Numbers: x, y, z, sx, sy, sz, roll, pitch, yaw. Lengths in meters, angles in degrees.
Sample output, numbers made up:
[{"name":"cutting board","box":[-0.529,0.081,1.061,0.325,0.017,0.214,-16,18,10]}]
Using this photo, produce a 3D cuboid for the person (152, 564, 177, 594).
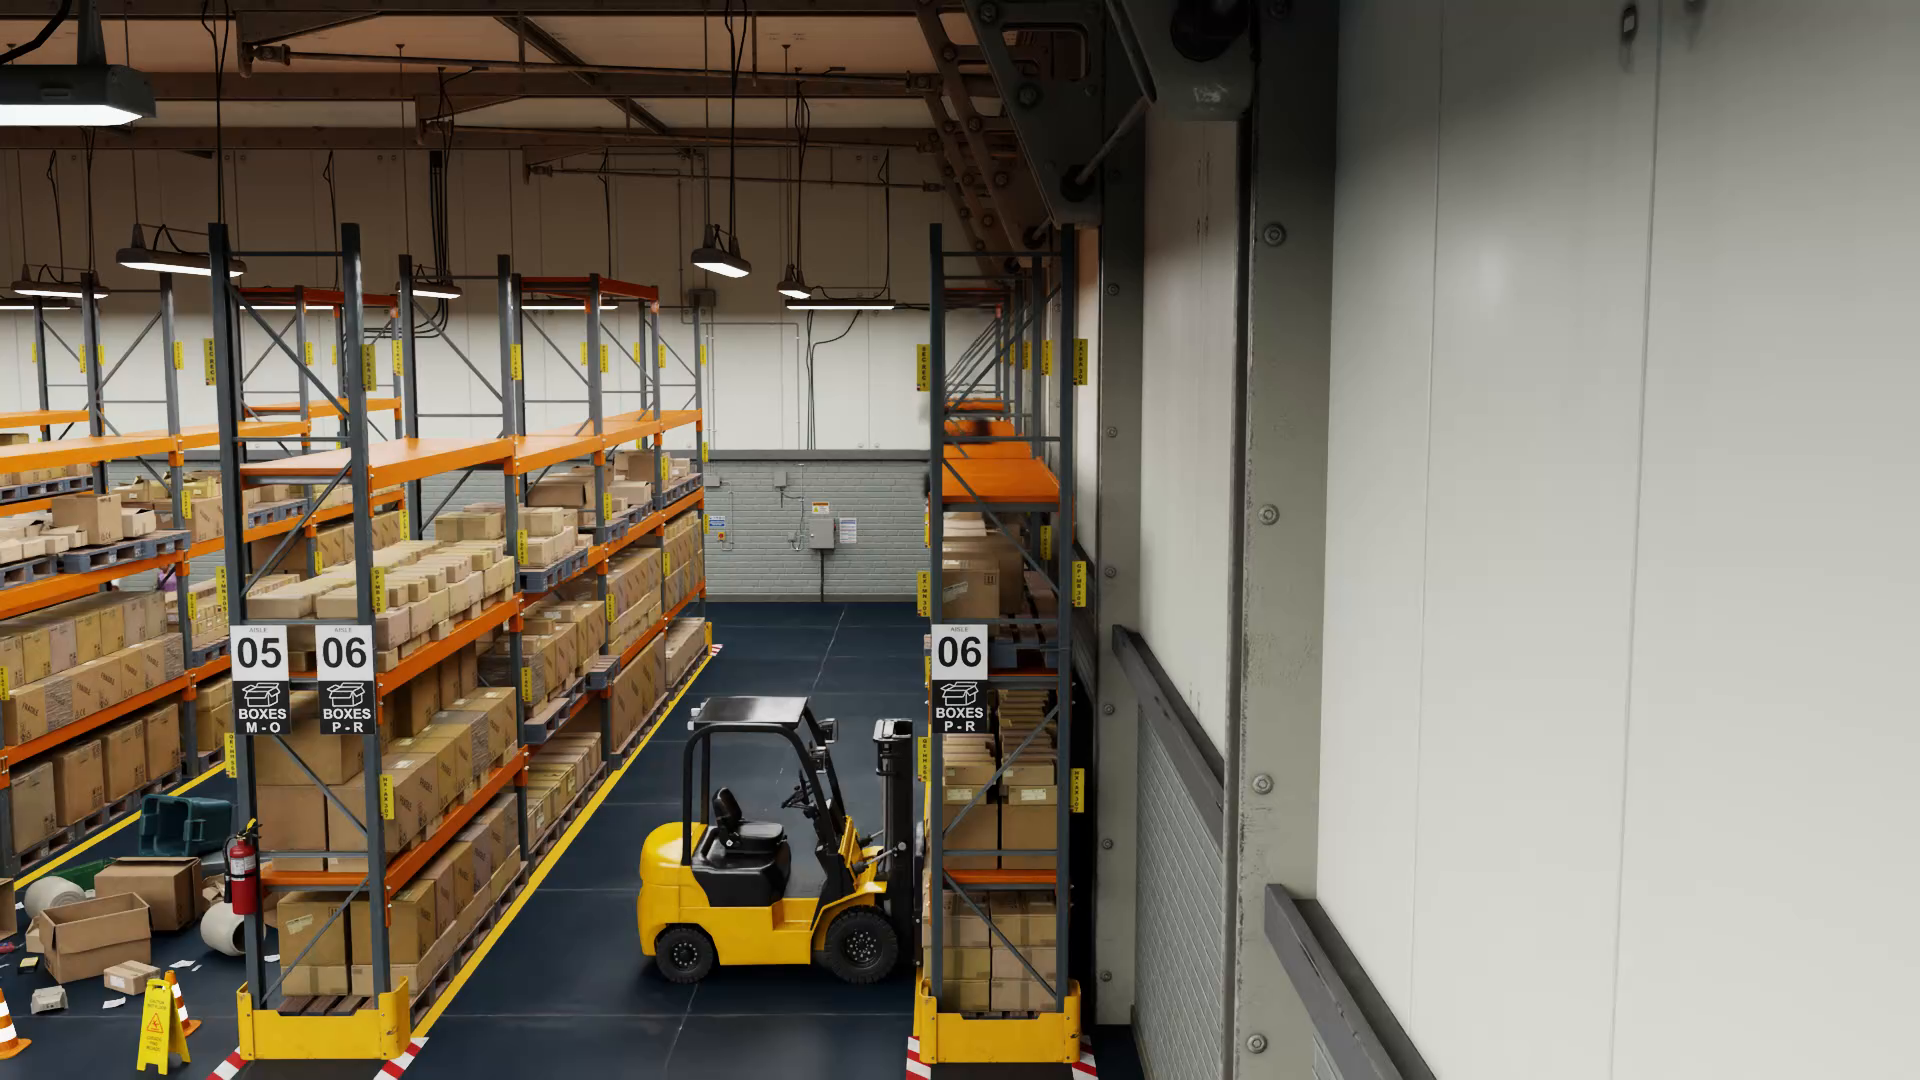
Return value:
[{"name":"person","box":[-13.363,1.089,28.155,0.560,1.584,0.818,-4,8,-32]}]

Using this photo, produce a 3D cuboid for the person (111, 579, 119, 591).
[{"name":"person","box":[-12.578,1.426,24.754,0.713,1.736,0.897,-1,7,-9]}]
